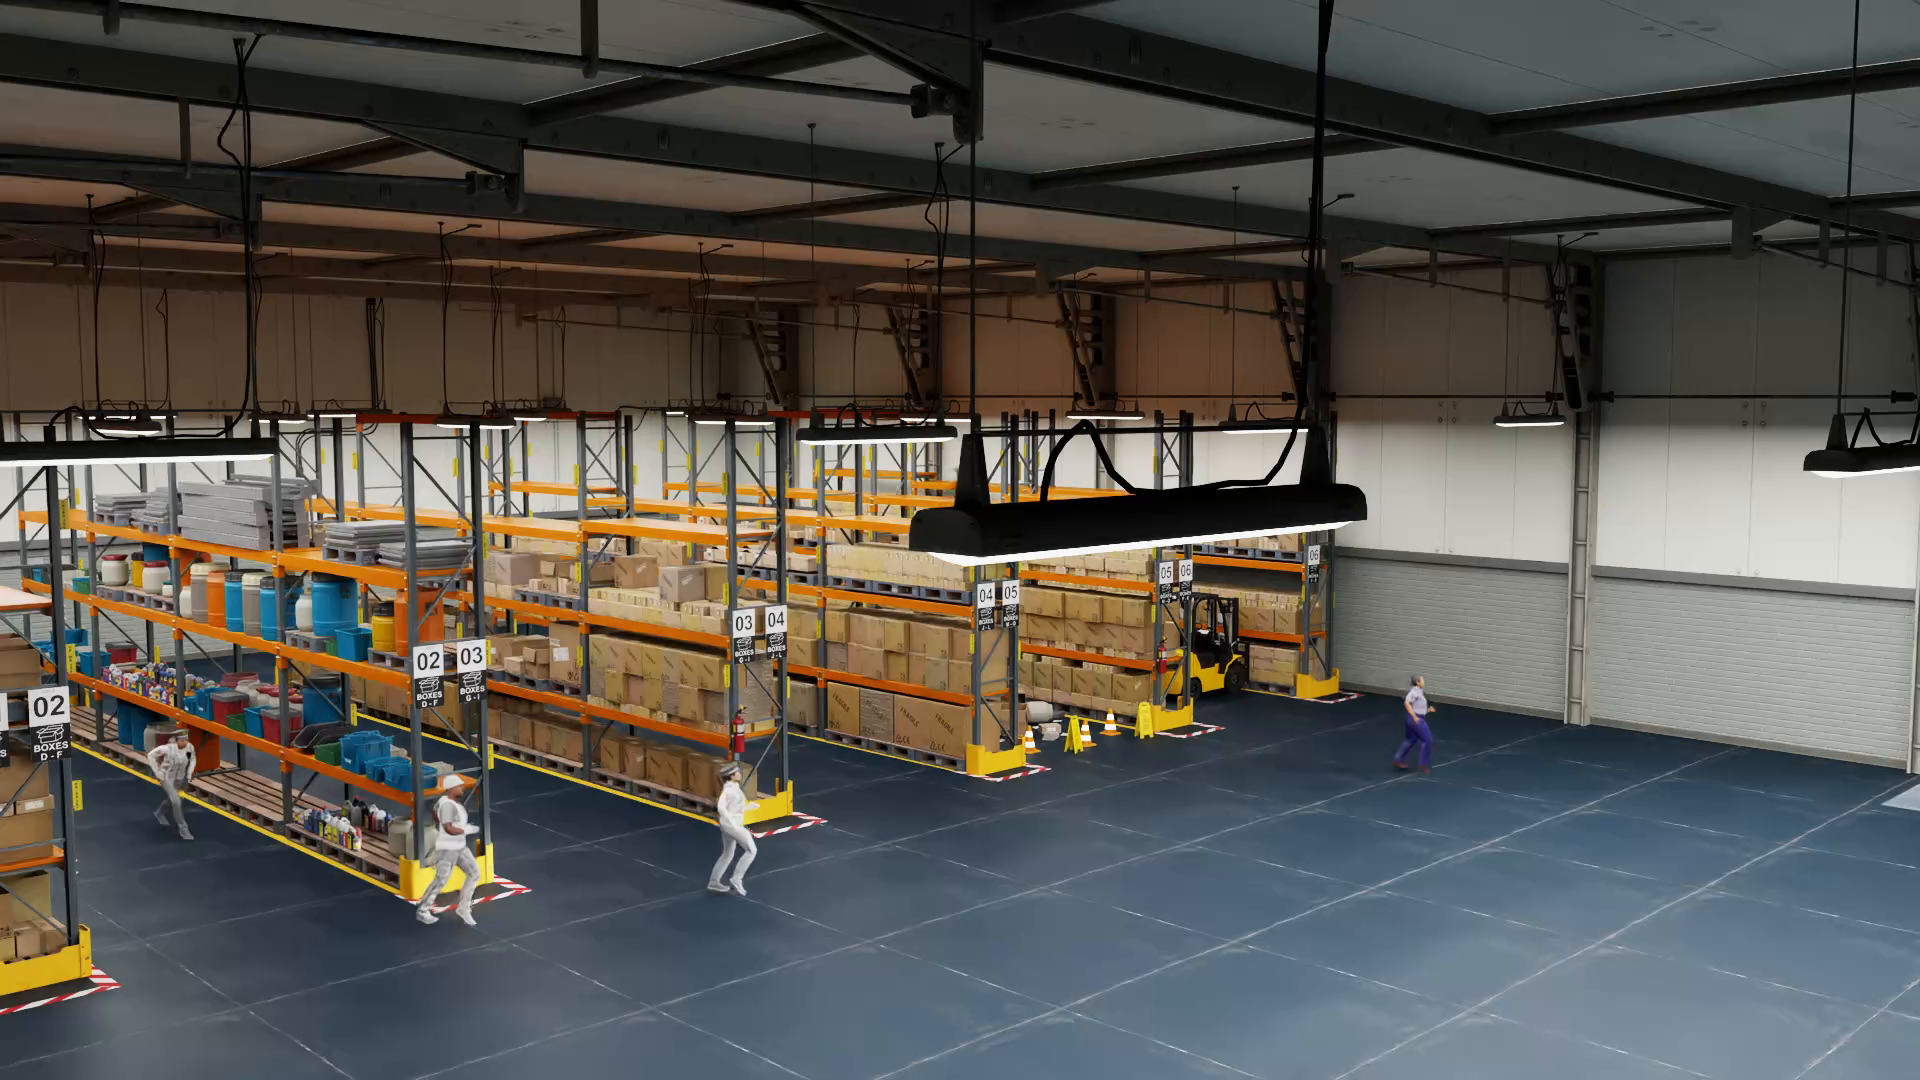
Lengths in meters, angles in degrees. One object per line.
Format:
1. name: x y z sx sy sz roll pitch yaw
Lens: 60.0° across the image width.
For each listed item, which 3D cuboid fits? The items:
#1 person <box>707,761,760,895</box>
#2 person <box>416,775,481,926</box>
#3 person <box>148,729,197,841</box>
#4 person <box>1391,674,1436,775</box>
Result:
1. person: -2.867 3.662 21.140 0.686 1.716 0.588 -2 5 -19
2. person: -6.135 3.727 19.974 0.745 1.812 0.737 0 5 -4
3. person: -11.367 3.488 23.905 0.980 1.622 0.635 4 6 40
4. person: 7.644 3.109 27.939 0.705 1.708 0.613 0 5 5
